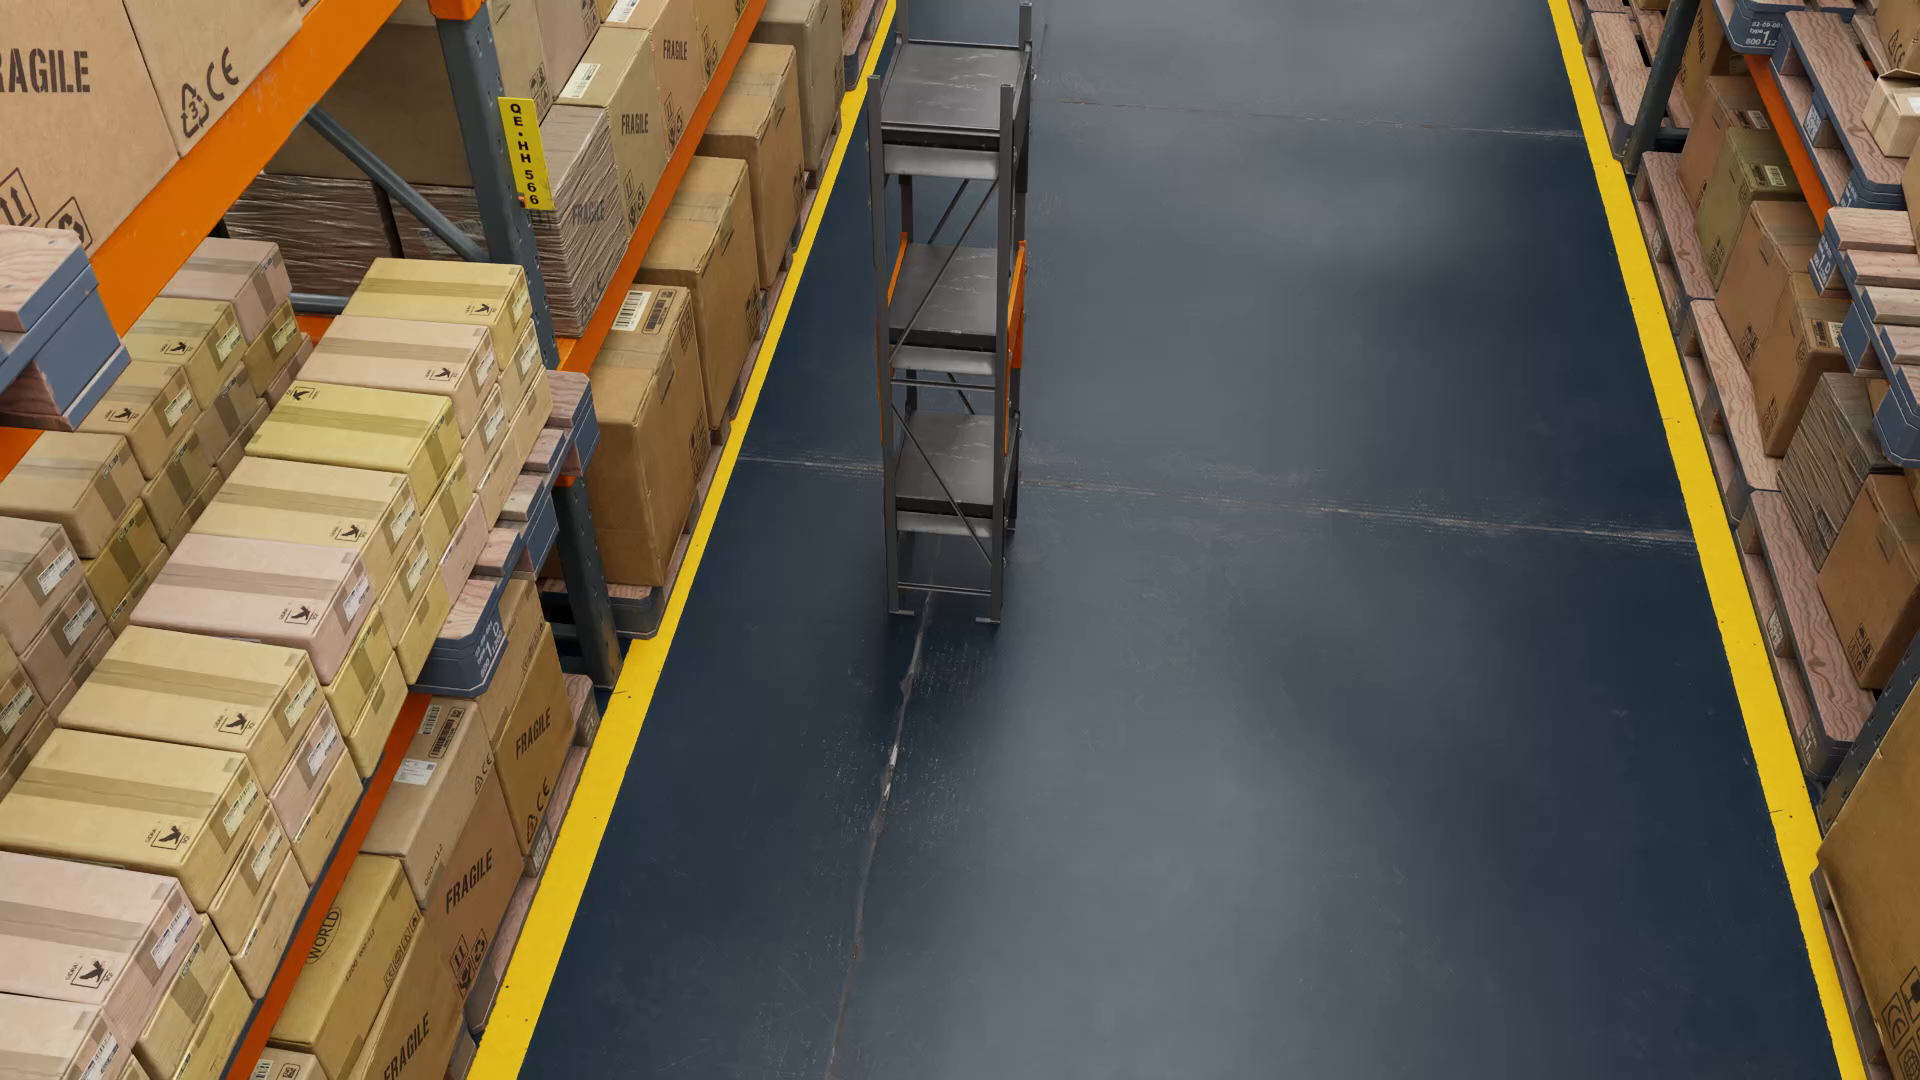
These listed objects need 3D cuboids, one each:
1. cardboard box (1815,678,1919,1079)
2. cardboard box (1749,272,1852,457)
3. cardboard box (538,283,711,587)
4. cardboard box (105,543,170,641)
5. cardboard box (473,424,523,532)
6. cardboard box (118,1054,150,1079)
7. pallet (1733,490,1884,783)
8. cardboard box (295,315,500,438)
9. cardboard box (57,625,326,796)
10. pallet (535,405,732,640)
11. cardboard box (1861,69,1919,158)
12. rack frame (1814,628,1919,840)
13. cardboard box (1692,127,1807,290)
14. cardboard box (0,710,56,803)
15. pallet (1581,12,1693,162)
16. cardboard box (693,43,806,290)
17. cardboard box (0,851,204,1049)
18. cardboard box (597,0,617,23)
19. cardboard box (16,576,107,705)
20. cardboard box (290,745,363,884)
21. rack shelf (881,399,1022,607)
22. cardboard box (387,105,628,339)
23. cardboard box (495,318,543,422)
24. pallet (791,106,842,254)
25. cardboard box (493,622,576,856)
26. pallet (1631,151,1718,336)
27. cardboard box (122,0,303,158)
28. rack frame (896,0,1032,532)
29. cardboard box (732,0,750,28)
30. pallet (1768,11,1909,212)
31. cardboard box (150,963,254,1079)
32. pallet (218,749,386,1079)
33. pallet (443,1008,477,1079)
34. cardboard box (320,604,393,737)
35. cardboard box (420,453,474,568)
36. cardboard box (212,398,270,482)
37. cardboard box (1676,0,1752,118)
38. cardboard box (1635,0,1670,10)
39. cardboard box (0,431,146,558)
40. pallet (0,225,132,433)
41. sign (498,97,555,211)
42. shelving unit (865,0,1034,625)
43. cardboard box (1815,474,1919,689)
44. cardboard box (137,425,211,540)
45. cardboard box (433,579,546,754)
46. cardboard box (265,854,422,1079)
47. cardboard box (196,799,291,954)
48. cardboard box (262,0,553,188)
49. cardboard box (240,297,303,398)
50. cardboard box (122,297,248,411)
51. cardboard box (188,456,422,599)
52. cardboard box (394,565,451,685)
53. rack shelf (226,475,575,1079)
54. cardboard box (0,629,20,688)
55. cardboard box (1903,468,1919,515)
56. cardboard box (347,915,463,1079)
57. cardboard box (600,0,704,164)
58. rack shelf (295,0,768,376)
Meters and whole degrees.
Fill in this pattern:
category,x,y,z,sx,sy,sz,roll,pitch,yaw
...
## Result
category,x,y,z,sx,sy,sz,roll,pitch,yaw
cardboard box,3.117,0.950,4.305,1.225,0.875,0.875,3,44,4
cardboard box,3.426,-0.614,6.215,0.700,0.500,0.500,9,44,9
cardboard box,-1.505,-0.400,5.821,1.050,0.750,0.750,5,44,5
cardboard box,-2.039,0.119,3.820,0.380,0.149,0.250,7,44,7
cardboard box,-1.319,-0.172,4.127,0.380,0.149,0.250,5,44,5
cardboard box,-1.562,0.959,2.717,0.380,0.149,0.250,7,44,7
pallet,3.333,0.343,5.735,1.003,0.211,1.213,5,44,6
cardboard box,-1.320,-0.388,3.923,0.380,0.149,0.250,5,44,5
cardboard box,-1.458,0.322,3.173,0.380,0.149,0.250,7,44,8
pallet,-1.496,-0.175,6.281,1.003,0.211,1.213,5,44,6
cardboard box,3.181,-1.402,5.342,0.396,0.266,0.258,4,44,4
rack frame,3.229,-0.138,4.214,1.000,3.000,0.127,5,44,6
cardboard box,3.573,-1.376,7.019,0.700,0.500,0.500,5,44,5
cardboard box,-2.107,0.472,3.447,0.380,0.149,0.250,6,44,6
pallet,3.811,-2.312,8.538,1.003,0.211,1.213,5,44,6
cardboard box,-1.270,-1.631,7.121,1.050,0.750,0.750,5,44,6
cardboard box,-1.525,0.684,2.791,0.380,0.149,0.250,7,44,7
cardboard box,-1.474,-2.056,5.440,0.700,0.500,0.500,5,44,5
cardboard box,-2.070,0.193,3.525,0.380,0.149,0.250,5,44,6
cardboard box,-1.459,0.533,3.383,0.380,0.149,0.250,6,44,7
rack shelf,-0.022,-0.131,5.900,0.431,0.518,0.480,5,44,6
cardboard box,-1.348,-0.975,5.025,0.500,0.500,0.500,6,44,6
cardboard box,-1.289,-0.448,4.203,0.380,0.149,0.250,6,44,6
pallet,-1.173,-1.838,8.038,1.003,0.211,1.213,5,44,6
cardboard box,-1.502,0.570,4.979,0.500,0.500,0.500,5,44,5
pallet,3.656,-1.320,7.491,1.003,0.211,1.213,5,44,6
cardboard box,-1.551,-1.029,2.900,0.500,0.500,0.500,5,44,6
rack frame,0.010,-0.816,5.585,0.400,2.100,0.015,5,44,6
cardboard box,-1.083,-2.351,6.478,0.500,0.500,0.500,6,44,6
pallet,3.450,-1.421,5.708,1.003,0.211,1.213,5,44,6
cardboard box,-1.528,0.890,3.005,0.380,0.149,0.250,5,44,5
pallet,-1.896,0.765,3.400,1.003,0.211,1.213,5,44,6
pallet,-1.943,1.717,4.283,1.003,0.211,1.213,5,44,6
cardboard box,-1.423,0.253,3.462,0.380,0.149,0.250,5,44,5
cardboard box,-1.354,-0.087,3.821,0.380,0.149,0.250,6,44,7
cardboard box,-1.969,-0.249,4.209,0.380,0.149,0.250,7,44,8
cardboard box,3.850,-2.377,8.092,0.500,0.500,0.500,4,44,4
cardboard box,3.922,-3.199,8.959,0.500,0.500,0.500,2,43,2
cardboard box,-2.033,-0.107,3.626,0.380,0.149,0.250,4,44,4
pallet,-1.882,-0.070,2.098,1.213,0.211,1.003,5,44,6
sign,-1.135,-1.006,4.346,0.100,0.325,0.005,5,44,6
shelving unit,-0.022,-0.650,5.409,0.431,2.100,0.503,5,44,6
cardboard box,3.297,0.152,5.406,0.700,0.500,0.500,3,44,3
cardboard box,-2.003,-0.148,3.886,0.380,0.149,0.250,4,44,4
cardboard box,-1.505,0.316,4.702,0.500,0.250,0.500,4,44,5
cardboard box,-1.644,1.006,3.973,0.500,0.250,0.500,6,44,6
cardboard box,-1.491,0.607,3.088,0.380,0.149,0.250,4,44,5
cardboard box,-1.605,-1.362,4.707,0.700,0.500,0.500,5,44,5
cardboard box,-1.937,-0.516,4.274,0.380,0.149,0.250,7,44,7
cardboard box,-1.961,-0.454,3.992,0.380,0.149,0.250,4,44,4
cardboard box,-1.387,-0.027,3.542,0.380,0.149,0.250,6,44,7
cardboard box,-1.389,0.173,3.763,0.380,0.149,0.250,5,44,5
rack shelf,-1.939,0.967,3.570,1.077,0.370,4.000,5,44,6
cardboard box,-2.100,0.259,3.240,0.380,0.149,0.250,6,44,7
cardboard box,3.287,-0.121,5.149,0.500,0.250,0.500,7,44,7
cardboard box,-1.629,1.286,4.223,0.500,0.500,0.500,3,44,4
cardboard box,-1.216,-1.665,5.755,0.500,0.500,0.500,5,44,5
rack shelf,-1.410,-1.759,6.449,1.077,0.370,4.000,5,44,6
